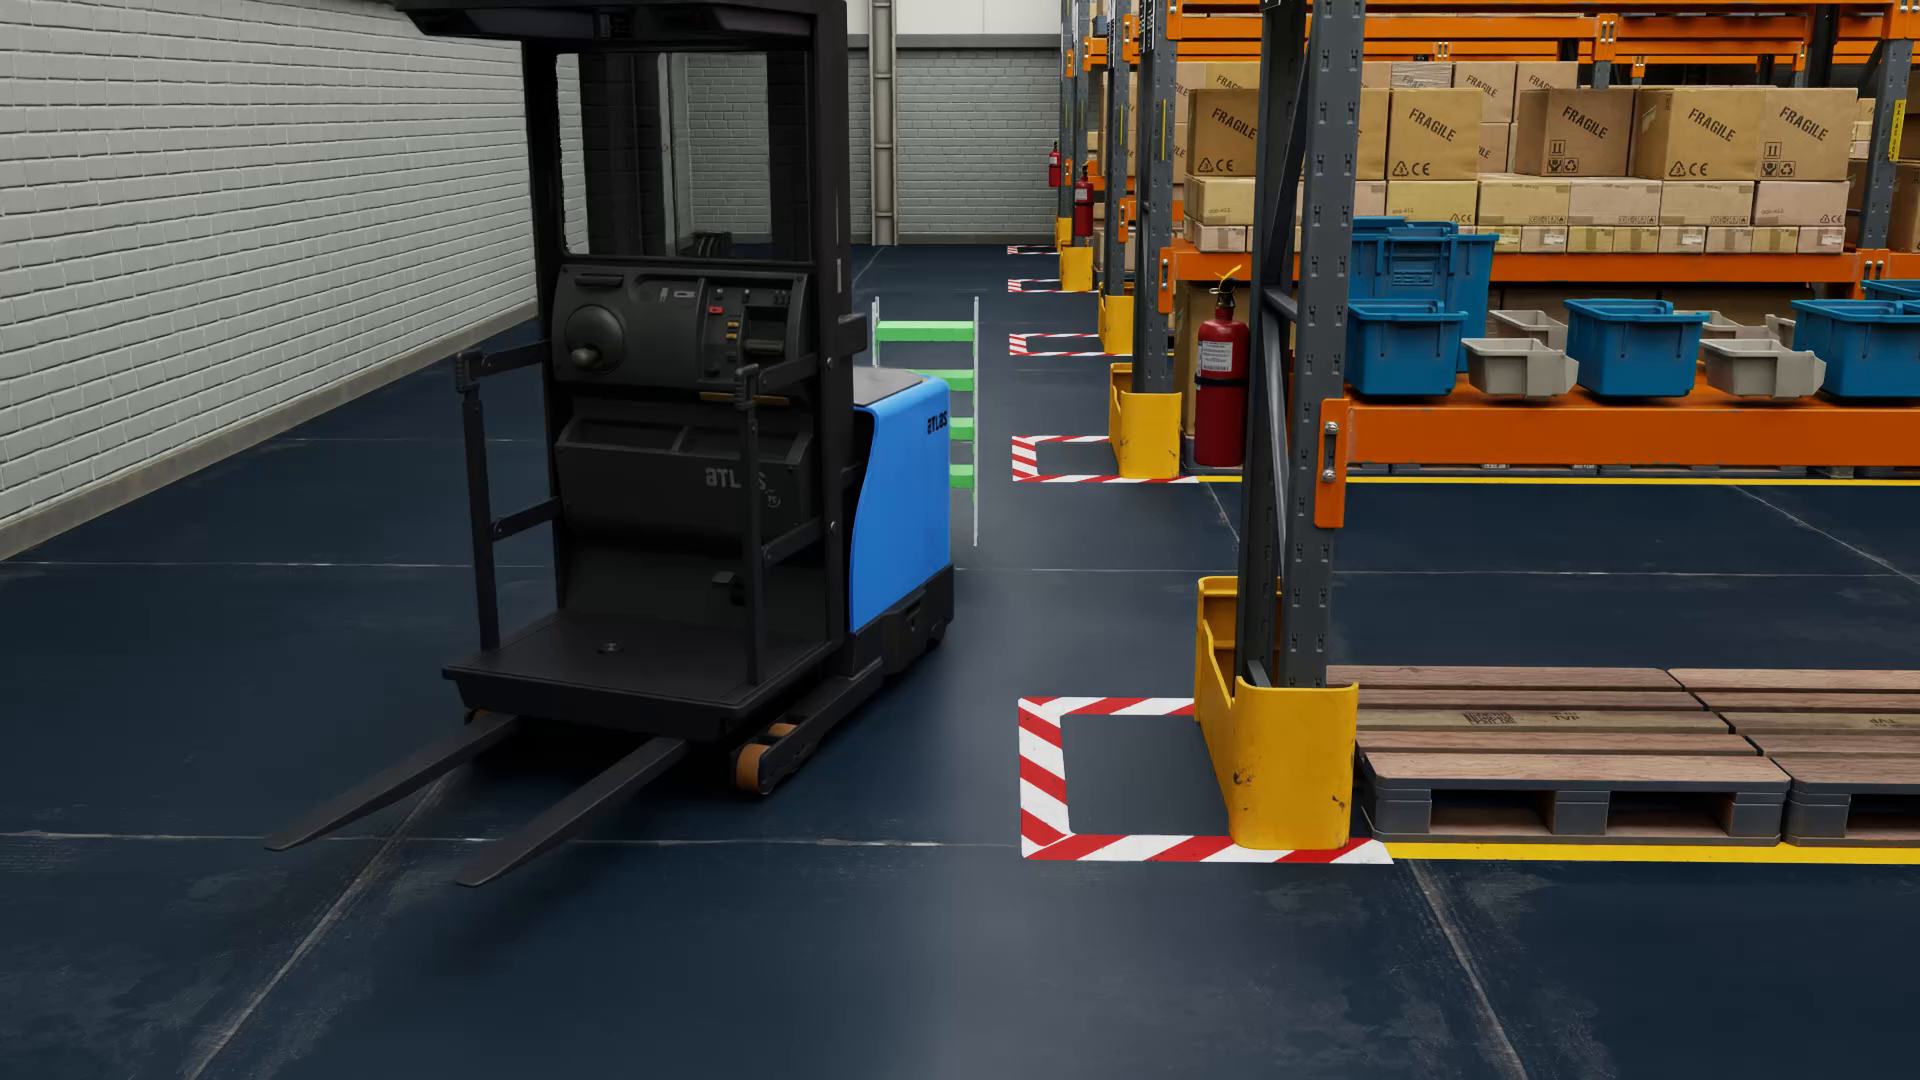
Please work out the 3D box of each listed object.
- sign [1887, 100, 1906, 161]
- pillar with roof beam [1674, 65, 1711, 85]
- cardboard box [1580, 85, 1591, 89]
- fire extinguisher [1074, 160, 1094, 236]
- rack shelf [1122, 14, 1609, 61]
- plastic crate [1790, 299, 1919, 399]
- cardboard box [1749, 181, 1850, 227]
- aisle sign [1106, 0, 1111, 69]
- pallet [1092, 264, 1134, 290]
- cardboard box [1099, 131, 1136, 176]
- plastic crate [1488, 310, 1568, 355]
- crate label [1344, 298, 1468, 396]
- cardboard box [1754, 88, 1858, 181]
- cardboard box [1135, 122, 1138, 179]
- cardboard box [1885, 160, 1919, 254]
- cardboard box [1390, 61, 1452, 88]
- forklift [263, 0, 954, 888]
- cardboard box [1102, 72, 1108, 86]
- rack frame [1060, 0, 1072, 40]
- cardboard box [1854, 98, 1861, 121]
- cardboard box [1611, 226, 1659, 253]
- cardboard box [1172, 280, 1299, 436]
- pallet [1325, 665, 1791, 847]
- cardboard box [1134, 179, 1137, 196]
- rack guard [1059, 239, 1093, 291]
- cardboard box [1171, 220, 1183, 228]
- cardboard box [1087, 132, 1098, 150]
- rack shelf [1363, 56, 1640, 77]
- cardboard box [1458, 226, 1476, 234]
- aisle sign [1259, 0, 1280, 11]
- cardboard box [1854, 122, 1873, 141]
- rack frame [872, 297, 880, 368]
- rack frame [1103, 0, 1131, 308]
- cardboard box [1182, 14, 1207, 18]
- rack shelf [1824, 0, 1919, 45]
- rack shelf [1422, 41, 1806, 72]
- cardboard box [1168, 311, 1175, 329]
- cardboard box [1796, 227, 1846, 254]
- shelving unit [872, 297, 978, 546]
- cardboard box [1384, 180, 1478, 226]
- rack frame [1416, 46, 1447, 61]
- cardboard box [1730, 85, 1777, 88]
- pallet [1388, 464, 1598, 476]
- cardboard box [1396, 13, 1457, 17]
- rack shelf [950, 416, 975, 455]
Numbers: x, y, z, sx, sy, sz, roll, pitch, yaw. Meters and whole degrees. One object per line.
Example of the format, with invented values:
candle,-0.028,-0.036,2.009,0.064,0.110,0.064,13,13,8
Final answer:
sign,5.132,-2.244,9.111,0.005,0.325,0.100,0,15,1
pillar with roof beam,10.736,-7.719,19.959,0.400,9.000,9.100,0,15,1
cardboard box,6.841,-4.911,18.918,0.500,0.500,0.500,0,15,0
fire extinguisher,1.134,-3.120,15.169,0.183,0.674,0.296,0,15,1
rack shelf,3.373,-4.308,14.319,4.000,0.370,1.077,0,15,1
plastic crate,2.574,-0.545,4.737,0.300,0.233,0.416,0,15,1
cardboard box,4.697,-1.935,9.507,0.500,0.250,0.500,0,15,0
aisle sign,1.308,-4.552,14.619,0.004,0.787,0.394,0,15,1
pallet,2.200,-3.148,19.858,1.213,0.211,1.003,0,15,1
cardboard box,1.872,-4.454,19.144,0.500,0.500,0.500,0,15,1
plastic crate,1.839,-0.634,5.261,0.243,0.136,0.396,0,15,1
crate label,1.258,-0.554,4.769,0.303,0.233,0.416,0,15,1
cardboard box,4.678,-2.297,9.407,0.500,0.500,0.500,1,15,3
cardboard box,1.829,-3.473,14.846,0.500,0.500,0.500,1,15,3
cardboard box,5.598,-1.910,9.503,0.500,0.500,0.500,0,15,2
cardboard box,3.867,-3.811,14.166,0.500,0.500,0.500,1,15,3
forklift,-1.011,-0.725,5.341,1.130,2.935,3.031,5,16,19
cardboard box,1.747,-5.254,18.947,0.250,0.149,0.380,1,15,3
rack frame,1.522,-8.648,23.479,0.127,3.000,1.000,0,15,1
cardboard box,9.840,-4.763,18.910,0.500,0.500,0.500,0,15,0
cardboard box,3.803,-1.732,9.516,0.250,0.149,0.380,1,15,2
cardboard box,1.788,-1.146,10.146,0.875,0.875,0.875,0,15,1
pallet,1.843,0.672,5.378,1.213,0.211,1.003,0,15,1
cardboard box,1.707,-3.167,14.956,0.250,0.149,0.380,0,15,1
rack guard,1.375,-3.273,19.766,0.348,0.500,1.175,0,15,1
cardboard box,2.985,-4.698,24.344,0.500,0.500,0.700,1,15,4
cardboard box,1.969,-5.747,23.954,0.500,0.250,0.500,0,15,2
rack shelf,7.520,-6.811,23.805,4.000,0.370,1.077,0,15,1
cardboard box,2.778,-1.739,9.542,0.250,0.149,0.380,0,15,1
aisle sign,0.955,-2.023,5.033,0.004,0.787,0.394,0,15,1
cardboard box,7.577,-3.431,13.967,0.250,0.149,0.380,1,15,4
rack frame,-0.409,-0.583,8.197,0.015,1.200,0.240,0,15,1
rack frame,1.374,-3.218,14.659,0.127,3.000,1.000,0,15,1
cardboard box,1.816,-4.528,14.037,0.500,0.250,0.500,1,15,3
rack shelf,7.144,-3.018,9.428,4.000,0.370,1.077,0,15,1
rack shelf,7.397,-5.545,19.007,4.000,0.370,1.077,0,15,1
cardboard box,1.889,-1.958,14.647,0.250,0.149,0.380,1,15,3
cardboard box,4.831,-1.725,9.491,0.250,0.149,0.380,0,15,2
shelving unit,-0.165,-0.581,8.191,0.503,1.200,0.258,0,15,1
cardboard box,2.641,-1.948,9.553,0.500,0.250,0.500,0,15,0
rack frame,5.398,-4.455,19.347,0.127,3.000,1.000,0,15,1
cardboard box,8.873,-4.898,18.868,0.500,0.500,0.500,0,15,0
pallet,3.164,-0.612,10.246,1.213,0.211,1.003,0,15,1
cardboard box,3.868,-4.514,13.983,0.500,0.250,0.500,0,15,1
rack shelf,-0.165,-0.519,8.207,0.480,0.148,0.258,0,15,1
